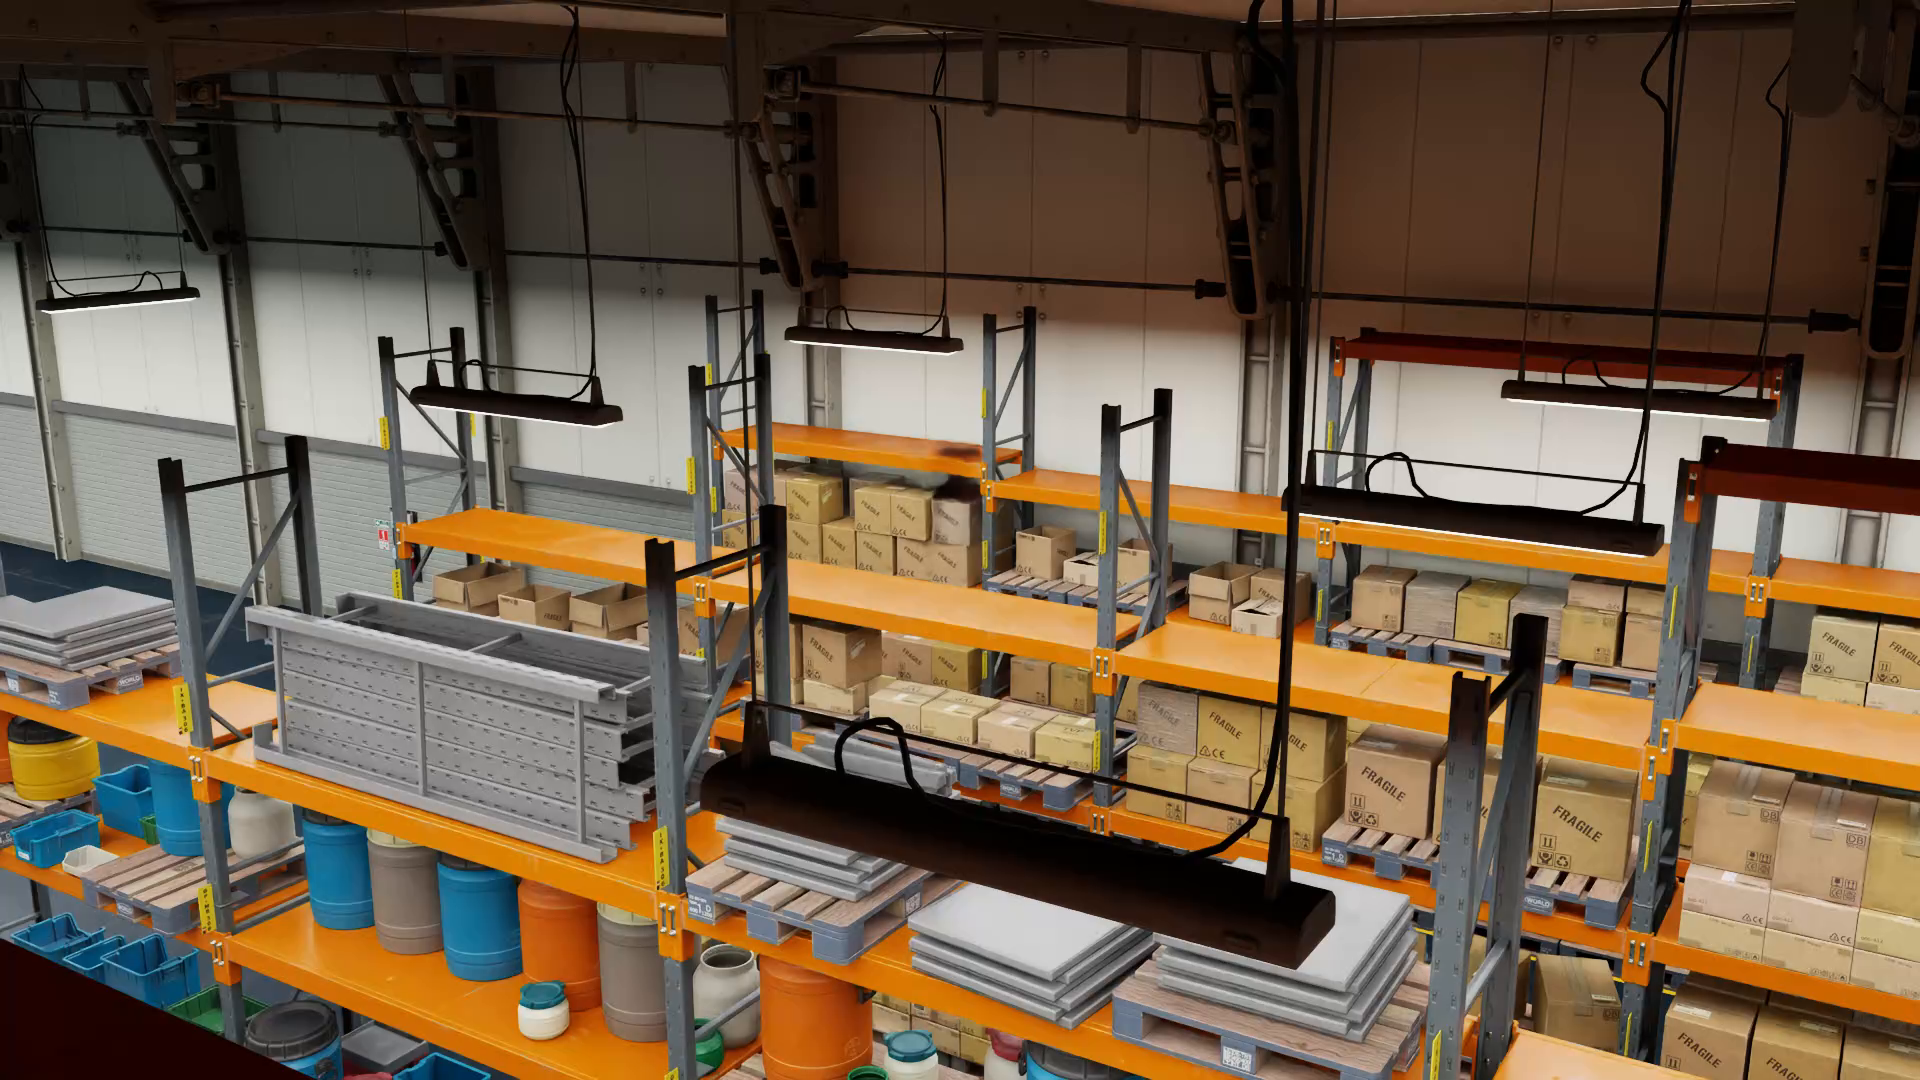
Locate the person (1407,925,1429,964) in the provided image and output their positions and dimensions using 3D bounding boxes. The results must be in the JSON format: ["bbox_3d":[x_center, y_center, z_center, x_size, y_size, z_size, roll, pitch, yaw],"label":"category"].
[{"bbox_3d":[4.141,3.325,16.258,0.994,1.749,0.662,9,16,31],"label":"person"}]
